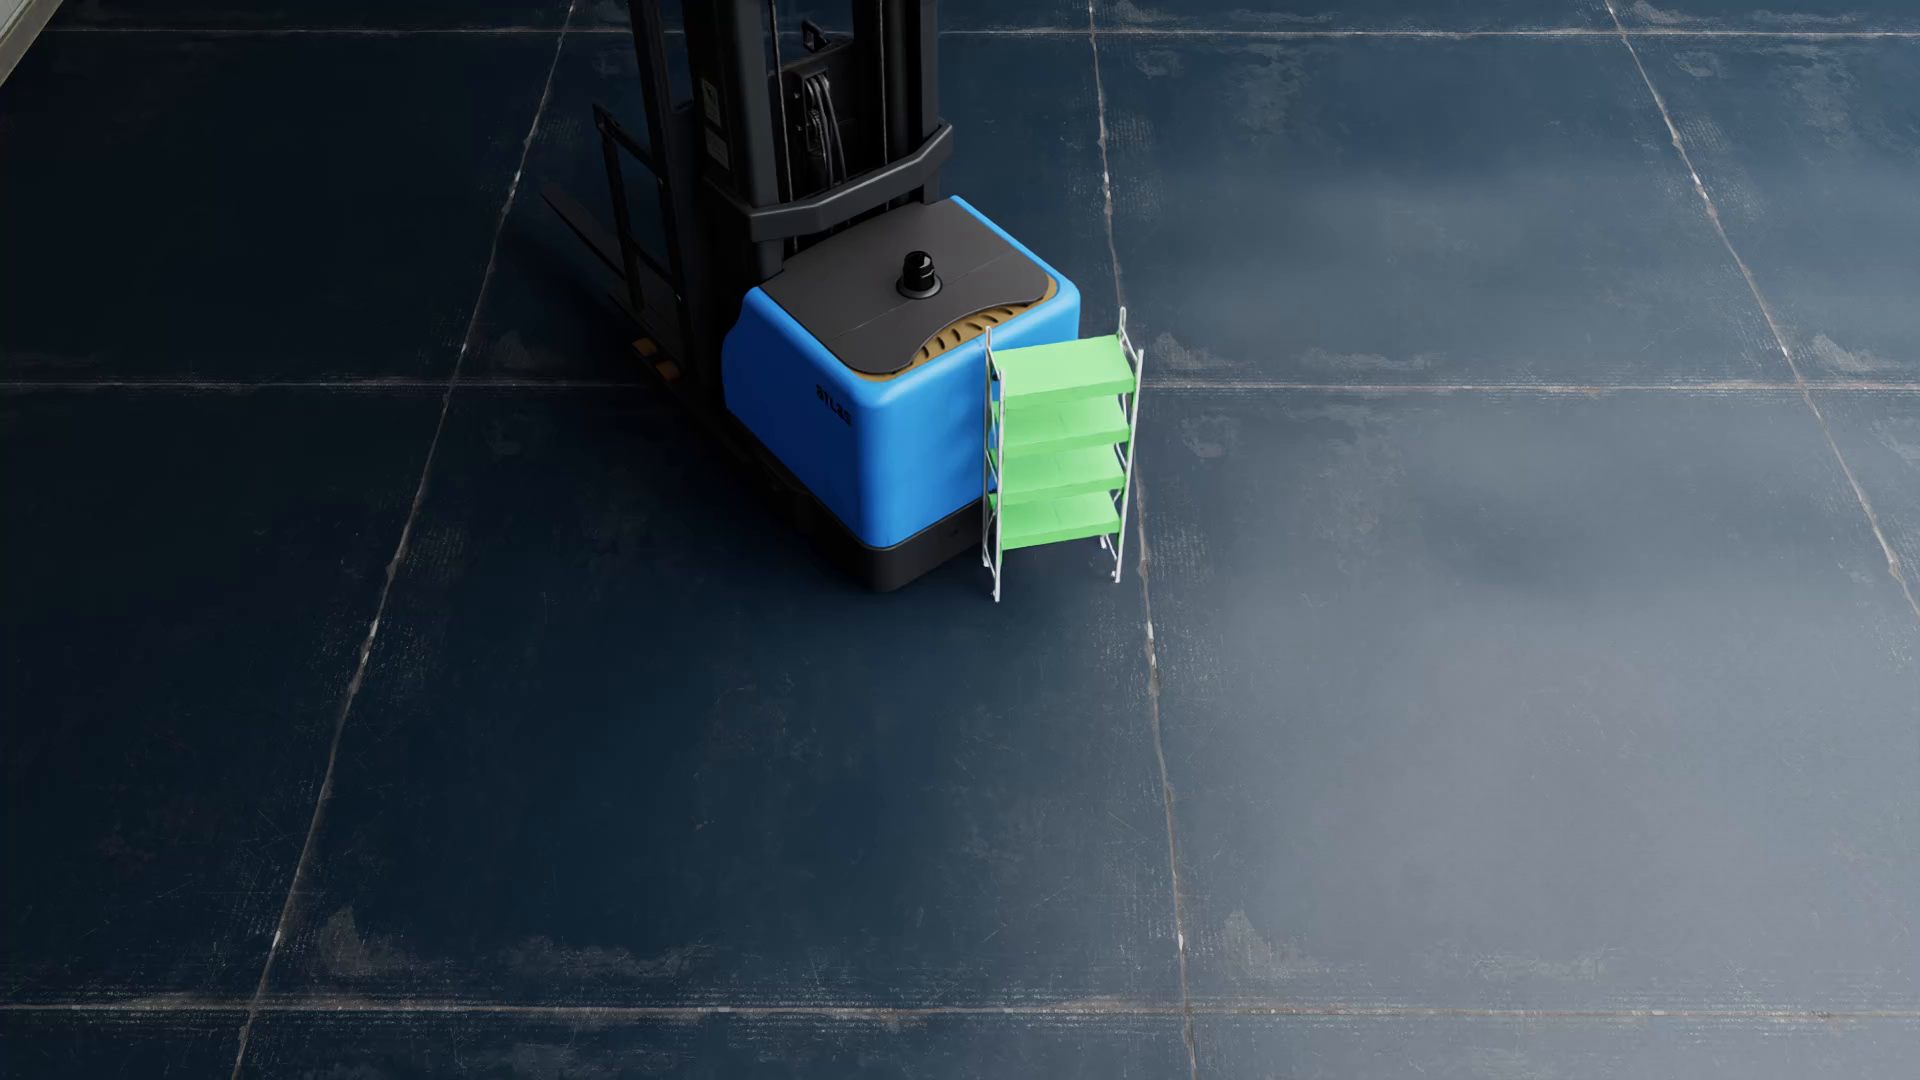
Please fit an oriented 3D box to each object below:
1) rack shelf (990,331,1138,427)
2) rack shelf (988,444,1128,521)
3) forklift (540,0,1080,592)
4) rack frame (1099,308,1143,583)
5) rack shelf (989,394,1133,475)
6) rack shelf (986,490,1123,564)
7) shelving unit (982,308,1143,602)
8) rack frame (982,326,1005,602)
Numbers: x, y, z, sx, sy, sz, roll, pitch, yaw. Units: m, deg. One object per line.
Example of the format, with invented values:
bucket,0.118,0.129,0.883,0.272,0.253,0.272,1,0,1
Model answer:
rack shelf,0.360,-0.572,5.894,0.480,0.148,0.258,-9,48,-8
rack shelf,0.360,-0.245,6.246,0.480,0.148,0.258,-9,48,-8
forklift,-0.837,-1.825,6.447,1.130,2.935,3.031,-30,54,-25
rack frame,0.598,-0.326,6.234,0.015,1.200,0.240,-9,48,-8
rack shelf,0.360,-0.409,6.070,0.480,0.148,0.258,-9,48,-8
rack shelf,0.360,-0.082,6.421,0.480,0.148,0.258,-9,48,-8
shelving unit,0.360,-0.289,6.199,0.503,1.200,0.258,-9,48,-8
rack frame,0.121,-0.251,6.164,0.015,1.200,0.240,-9,48,-8
